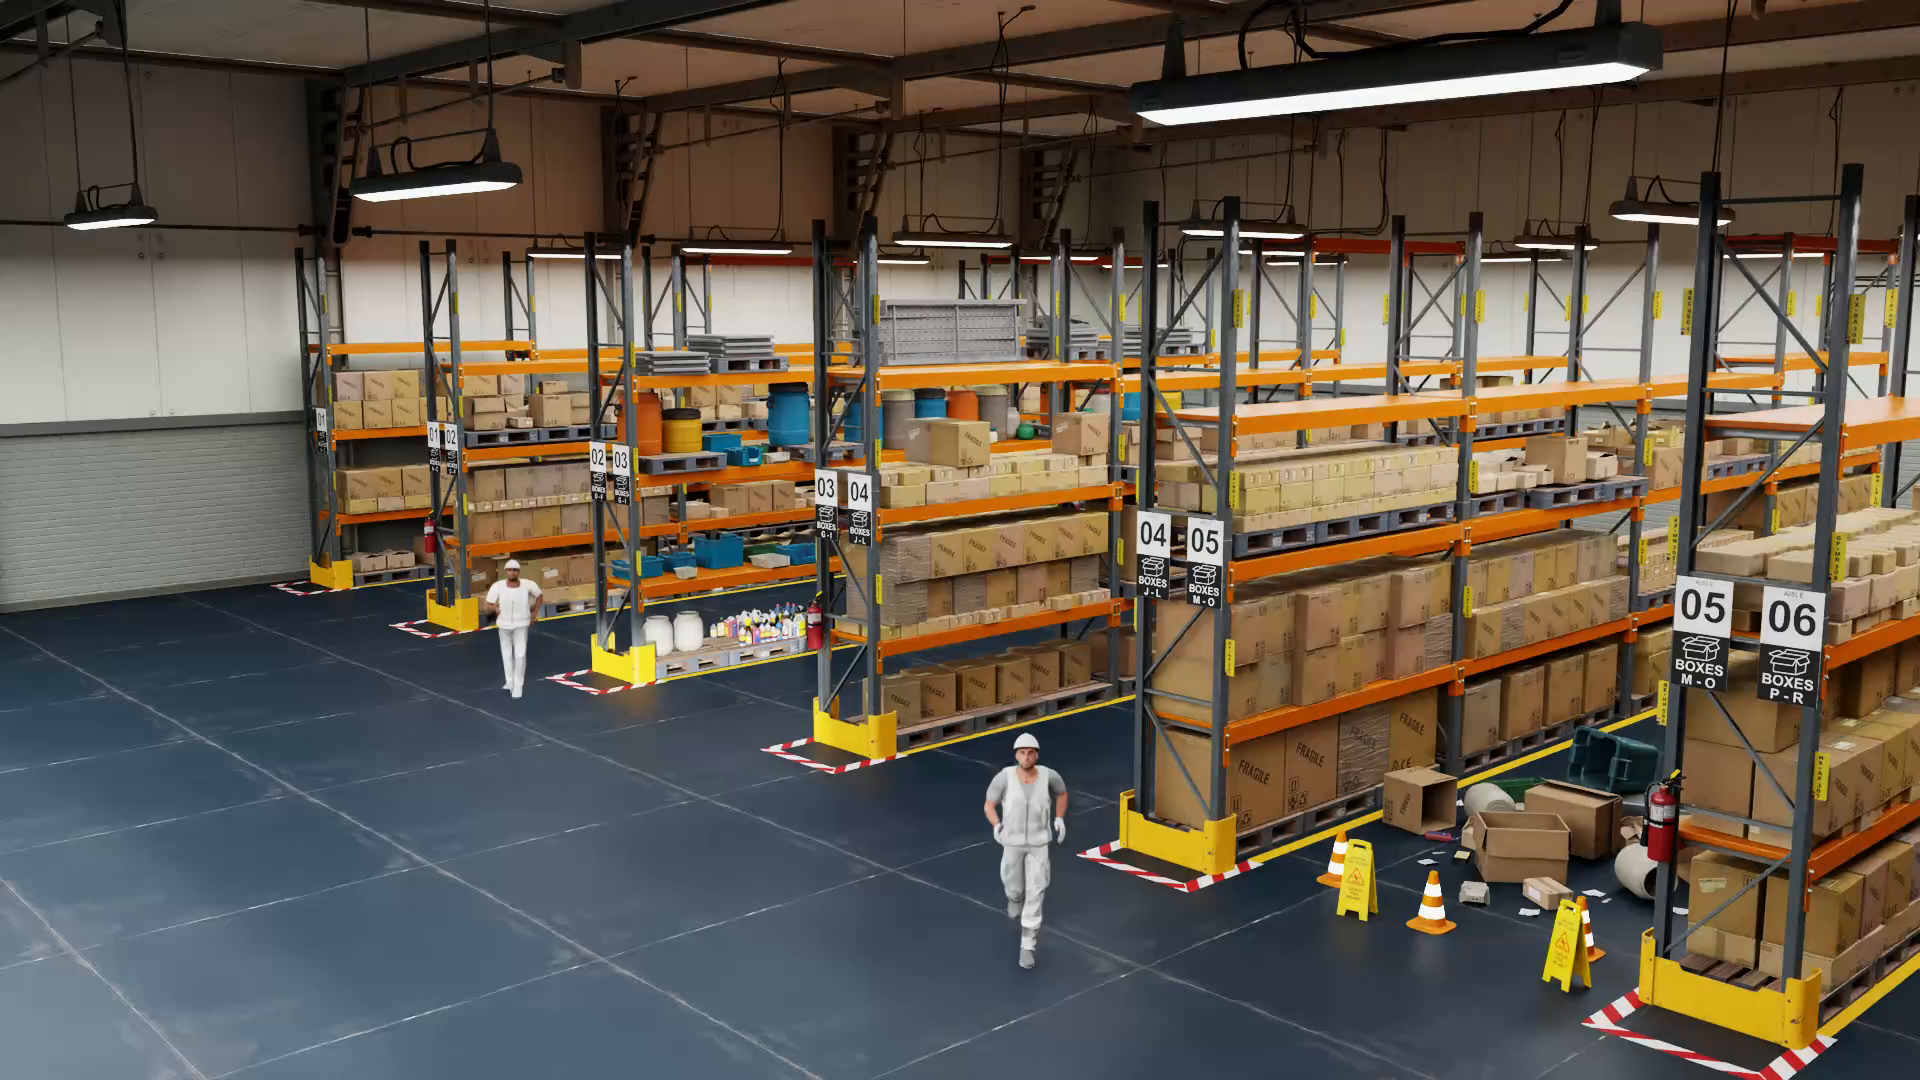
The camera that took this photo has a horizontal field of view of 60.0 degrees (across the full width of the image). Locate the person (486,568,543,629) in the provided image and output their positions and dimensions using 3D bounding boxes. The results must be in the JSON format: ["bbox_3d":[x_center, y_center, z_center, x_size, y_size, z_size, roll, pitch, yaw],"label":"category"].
[{"bbox_3d":[-5.780,0.716,21.464,0.695,0.853,0.643,-1,8,-5],"label":"person"}]

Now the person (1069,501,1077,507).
[{"bbox_3d":[2.153,-0.397,32.508,0.488,1.486,0.505,5,10,30],"label":"person"}]

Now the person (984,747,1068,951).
[{"bbox_3d":[0.526,2.372,13.188,0.670,1.665,0.680,0,8,-1],"label":"person"}]
